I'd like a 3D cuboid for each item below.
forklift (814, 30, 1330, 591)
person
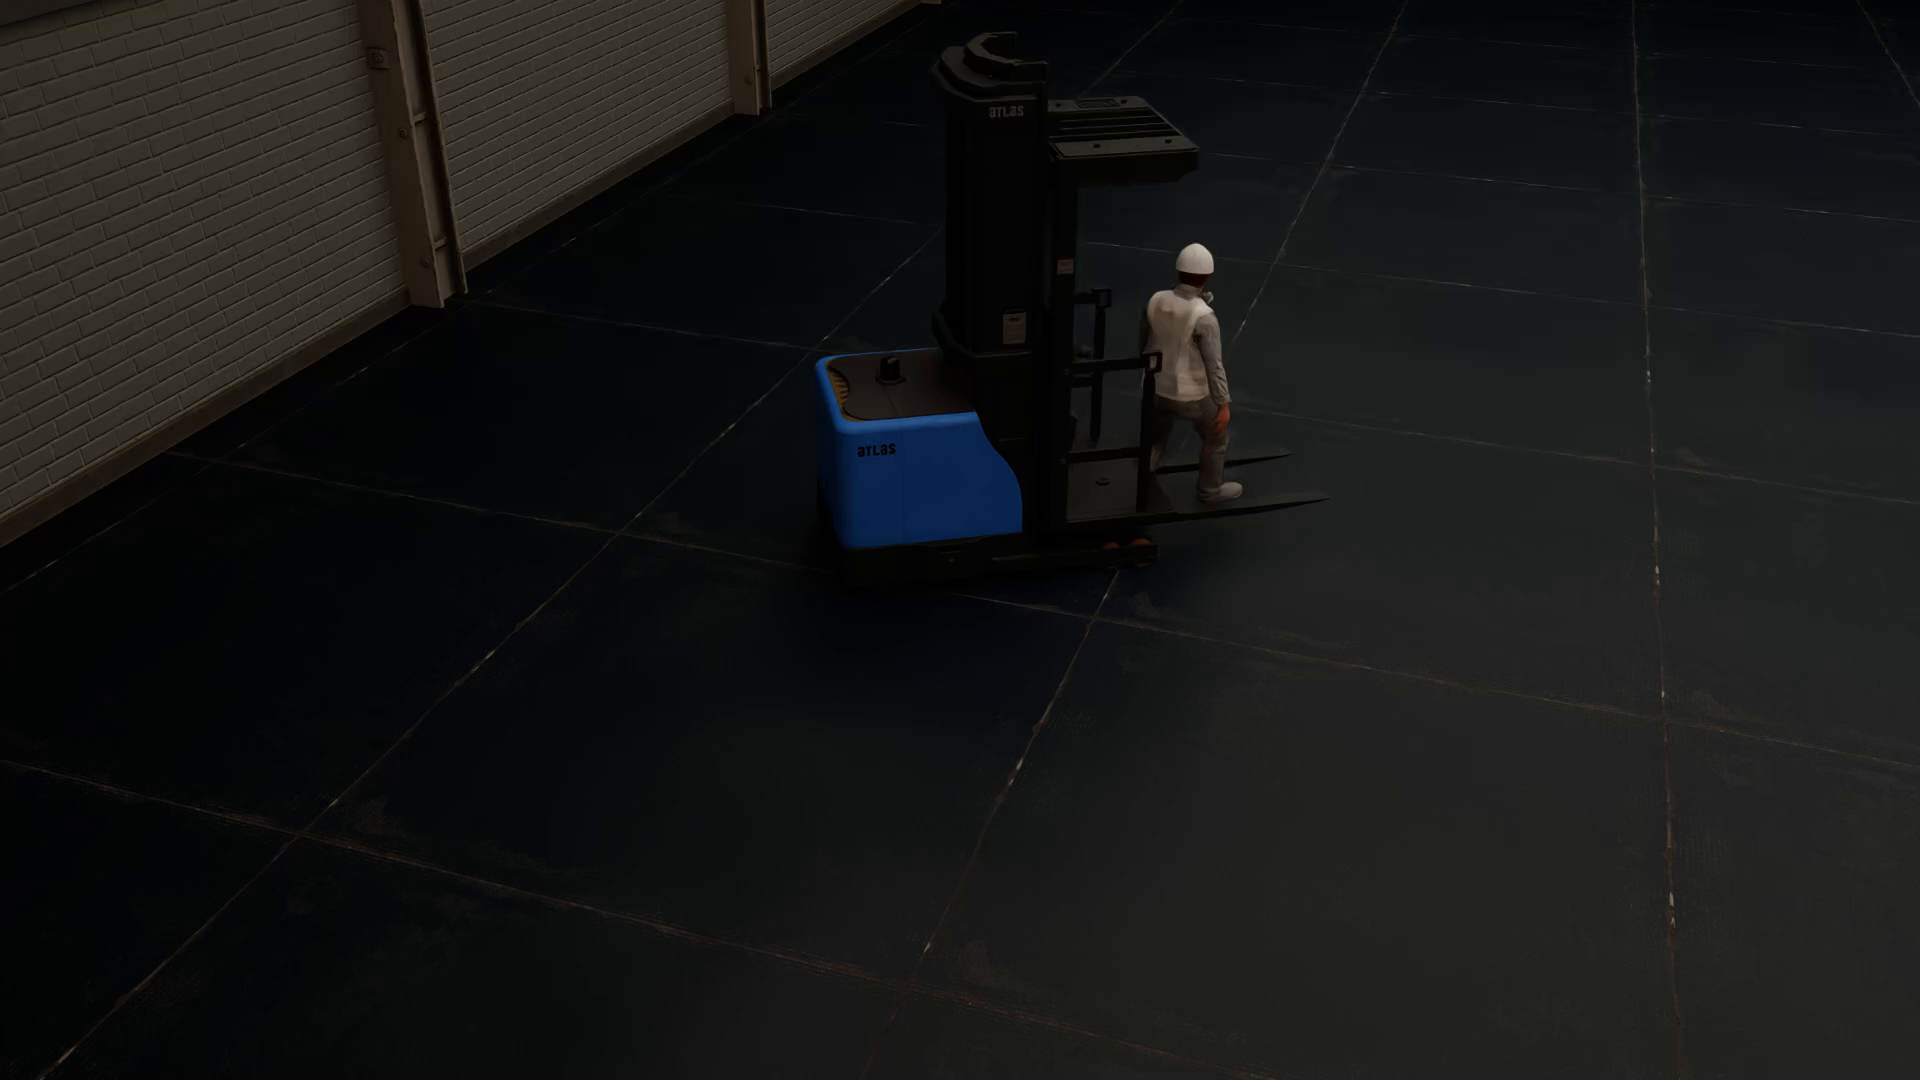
[{"bbox_3d":[0.696,-1.344,9.494,3.031,2.935,1.130,-6,30,-10],"label":"forklift"},{"bbox_3d":[1.375,-0.932,9.913,0.740,1.730,0.746,25,38,36],"label":"person"}]
